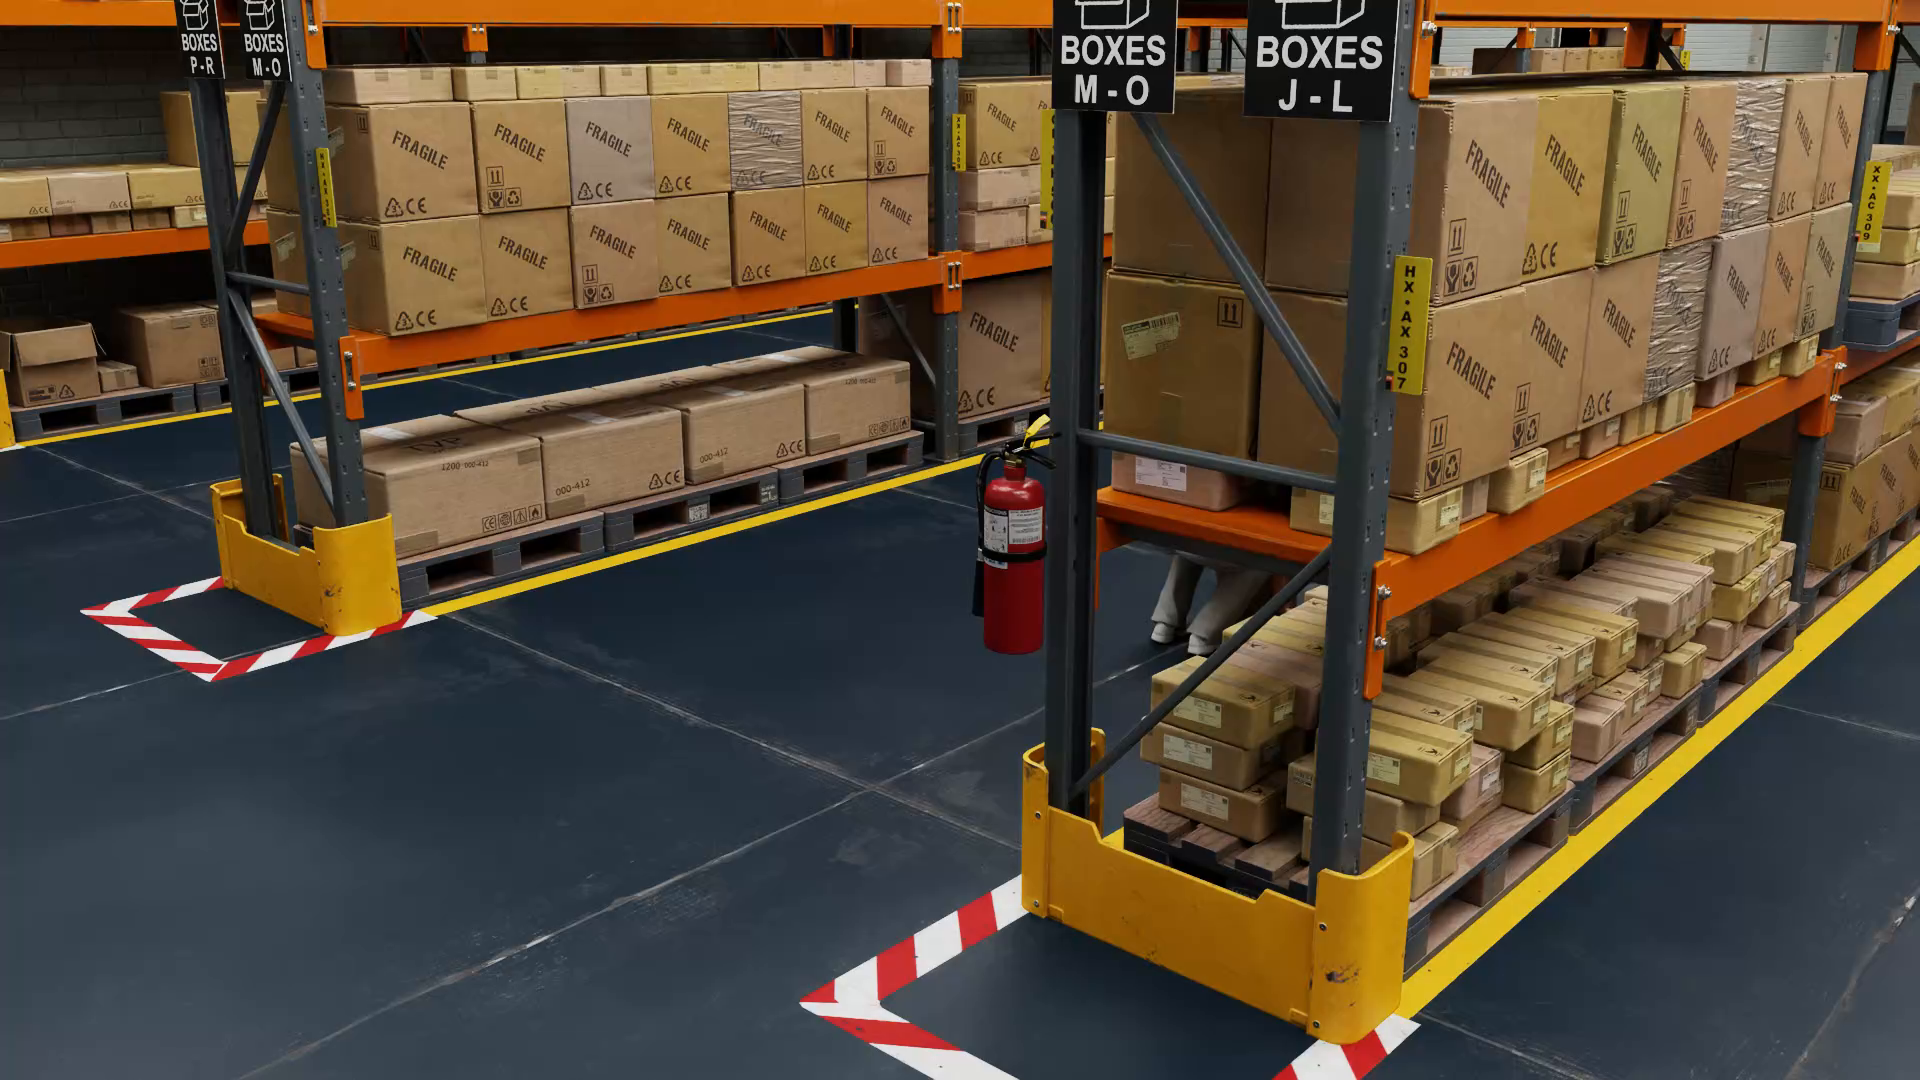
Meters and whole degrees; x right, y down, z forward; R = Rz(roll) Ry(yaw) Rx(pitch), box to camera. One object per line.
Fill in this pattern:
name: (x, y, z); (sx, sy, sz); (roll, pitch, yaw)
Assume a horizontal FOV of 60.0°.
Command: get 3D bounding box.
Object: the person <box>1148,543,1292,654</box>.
person: (1.156, 0.074, 7.415); (0.866, 0.768, 0.466); (-16, 23, -42)
